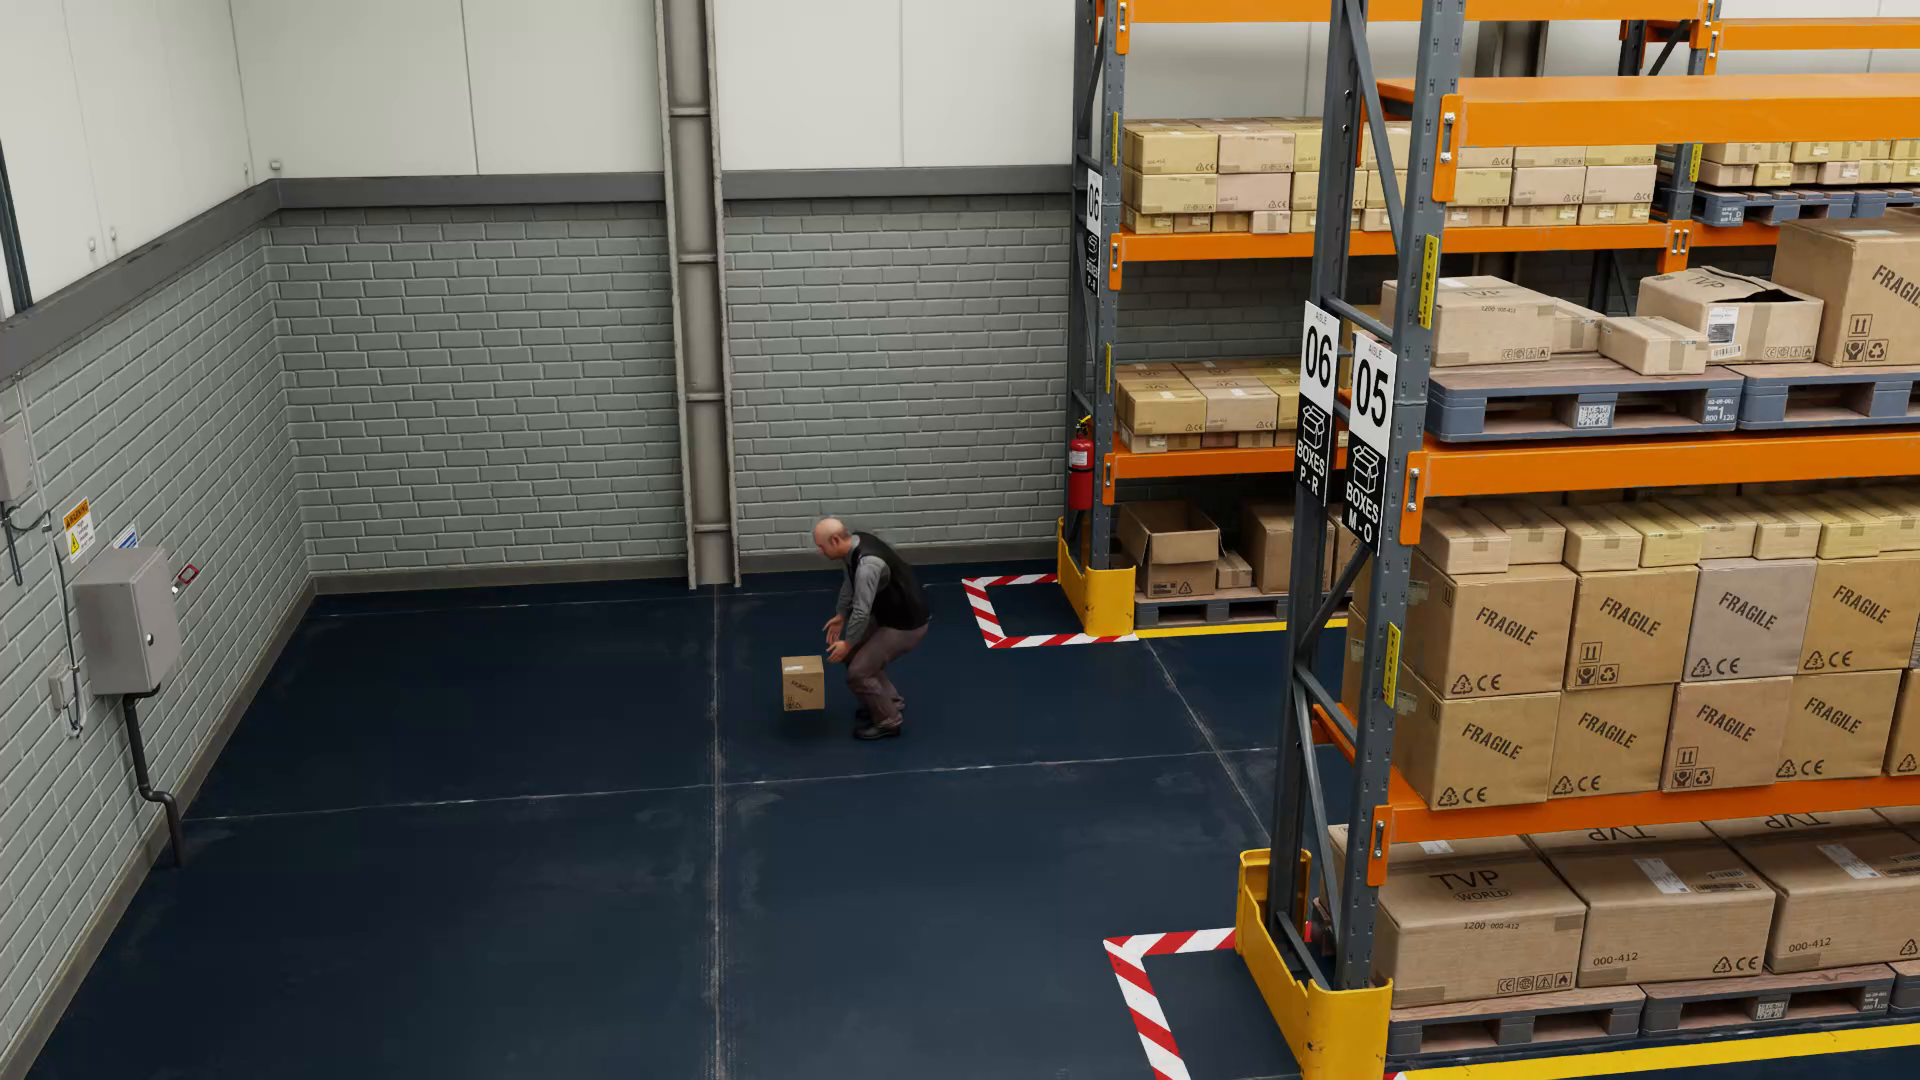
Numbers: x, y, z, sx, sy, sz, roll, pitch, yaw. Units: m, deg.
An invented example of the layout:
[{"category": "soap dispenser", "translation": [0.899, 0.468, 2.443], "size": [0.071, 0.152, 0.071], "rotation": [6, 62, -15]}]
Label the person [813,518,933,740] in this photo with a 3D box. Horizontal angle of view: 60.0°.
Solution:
[{"category": "person", "translation": [-0.525, 0.520, 10.146], "size": [0.708, 1.405, 0.592], "rotation": [-3, 20, -8]}]
